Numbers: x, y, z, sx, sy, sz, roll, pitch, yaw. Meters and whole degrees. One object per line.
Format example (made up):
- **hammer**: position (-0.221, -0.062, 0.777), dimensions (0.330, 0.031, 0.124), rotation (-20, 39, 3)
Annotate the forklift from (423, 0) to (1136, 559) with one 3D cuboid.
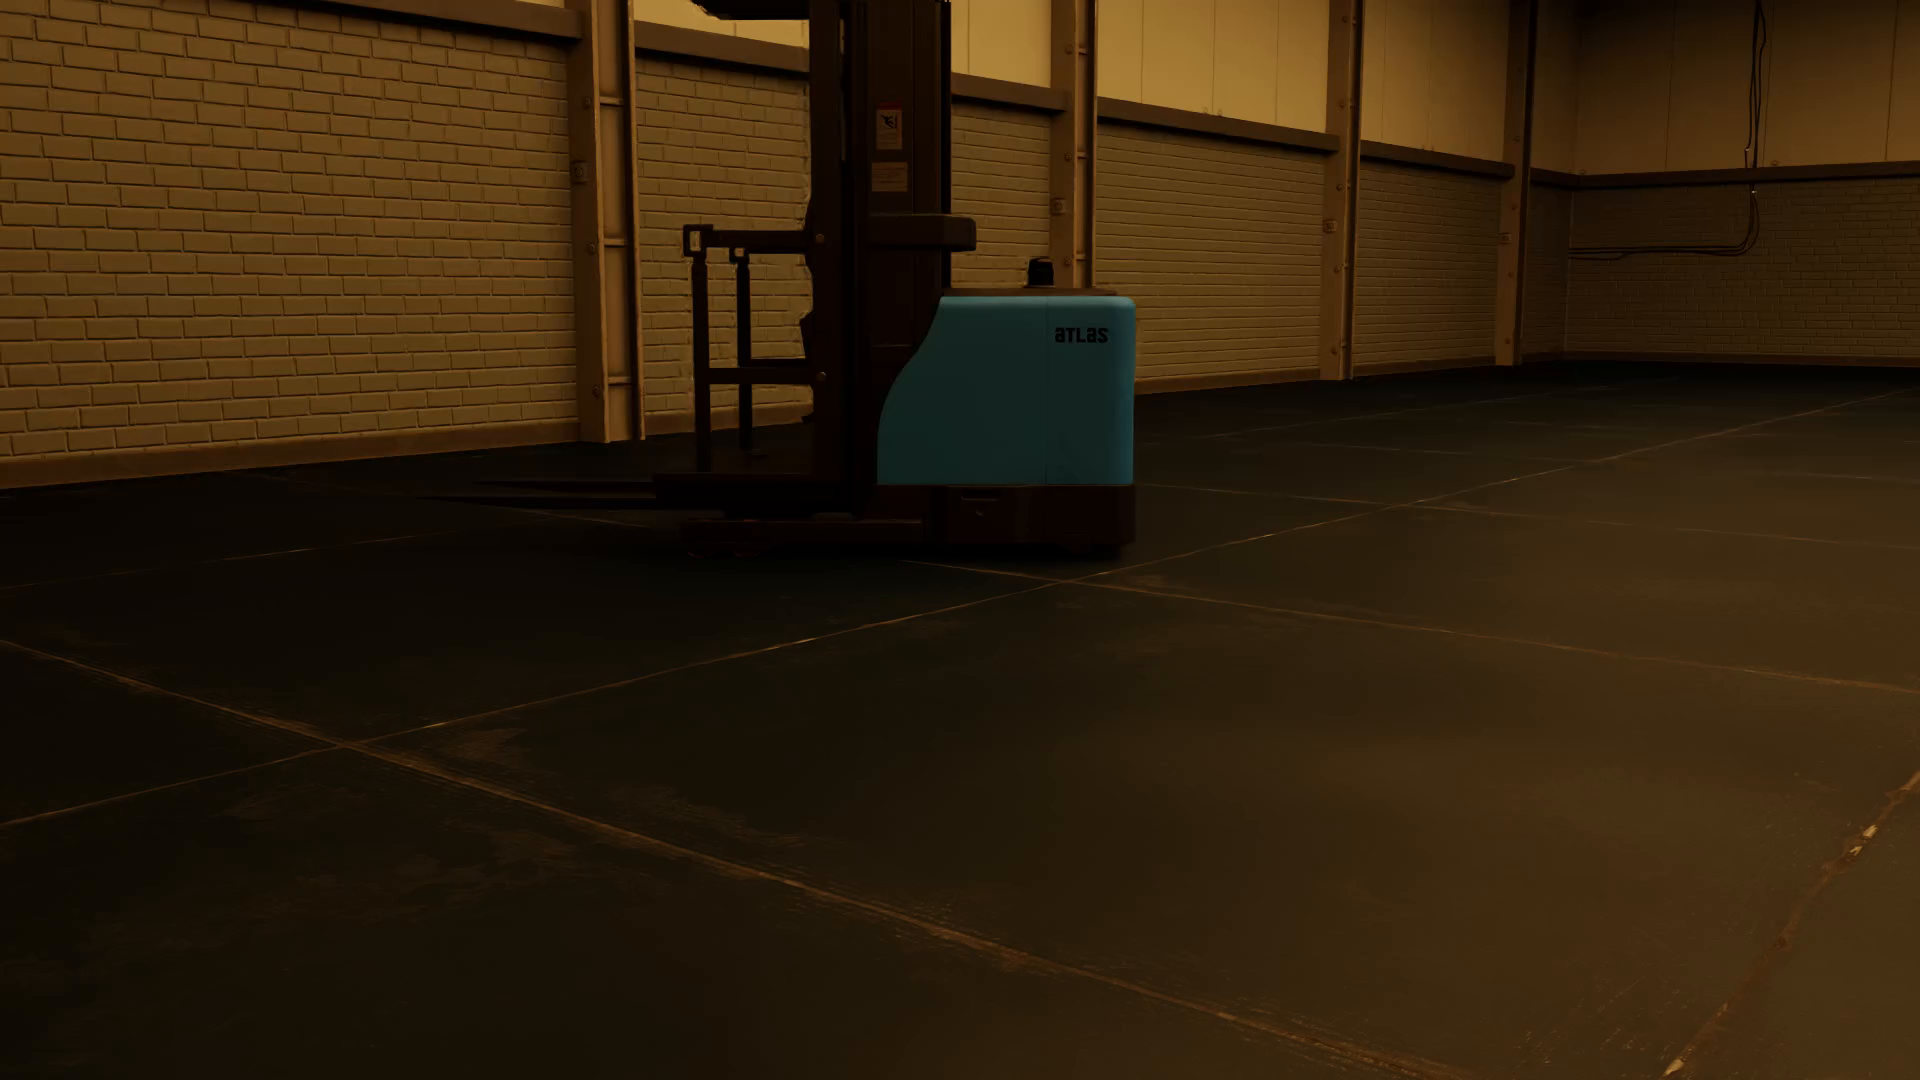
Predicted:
- **forklift**: position (-0.767, -1.448, 7.180), dimensions (3.031, 2.935, 1.130), rotation (0, 8, 3)
